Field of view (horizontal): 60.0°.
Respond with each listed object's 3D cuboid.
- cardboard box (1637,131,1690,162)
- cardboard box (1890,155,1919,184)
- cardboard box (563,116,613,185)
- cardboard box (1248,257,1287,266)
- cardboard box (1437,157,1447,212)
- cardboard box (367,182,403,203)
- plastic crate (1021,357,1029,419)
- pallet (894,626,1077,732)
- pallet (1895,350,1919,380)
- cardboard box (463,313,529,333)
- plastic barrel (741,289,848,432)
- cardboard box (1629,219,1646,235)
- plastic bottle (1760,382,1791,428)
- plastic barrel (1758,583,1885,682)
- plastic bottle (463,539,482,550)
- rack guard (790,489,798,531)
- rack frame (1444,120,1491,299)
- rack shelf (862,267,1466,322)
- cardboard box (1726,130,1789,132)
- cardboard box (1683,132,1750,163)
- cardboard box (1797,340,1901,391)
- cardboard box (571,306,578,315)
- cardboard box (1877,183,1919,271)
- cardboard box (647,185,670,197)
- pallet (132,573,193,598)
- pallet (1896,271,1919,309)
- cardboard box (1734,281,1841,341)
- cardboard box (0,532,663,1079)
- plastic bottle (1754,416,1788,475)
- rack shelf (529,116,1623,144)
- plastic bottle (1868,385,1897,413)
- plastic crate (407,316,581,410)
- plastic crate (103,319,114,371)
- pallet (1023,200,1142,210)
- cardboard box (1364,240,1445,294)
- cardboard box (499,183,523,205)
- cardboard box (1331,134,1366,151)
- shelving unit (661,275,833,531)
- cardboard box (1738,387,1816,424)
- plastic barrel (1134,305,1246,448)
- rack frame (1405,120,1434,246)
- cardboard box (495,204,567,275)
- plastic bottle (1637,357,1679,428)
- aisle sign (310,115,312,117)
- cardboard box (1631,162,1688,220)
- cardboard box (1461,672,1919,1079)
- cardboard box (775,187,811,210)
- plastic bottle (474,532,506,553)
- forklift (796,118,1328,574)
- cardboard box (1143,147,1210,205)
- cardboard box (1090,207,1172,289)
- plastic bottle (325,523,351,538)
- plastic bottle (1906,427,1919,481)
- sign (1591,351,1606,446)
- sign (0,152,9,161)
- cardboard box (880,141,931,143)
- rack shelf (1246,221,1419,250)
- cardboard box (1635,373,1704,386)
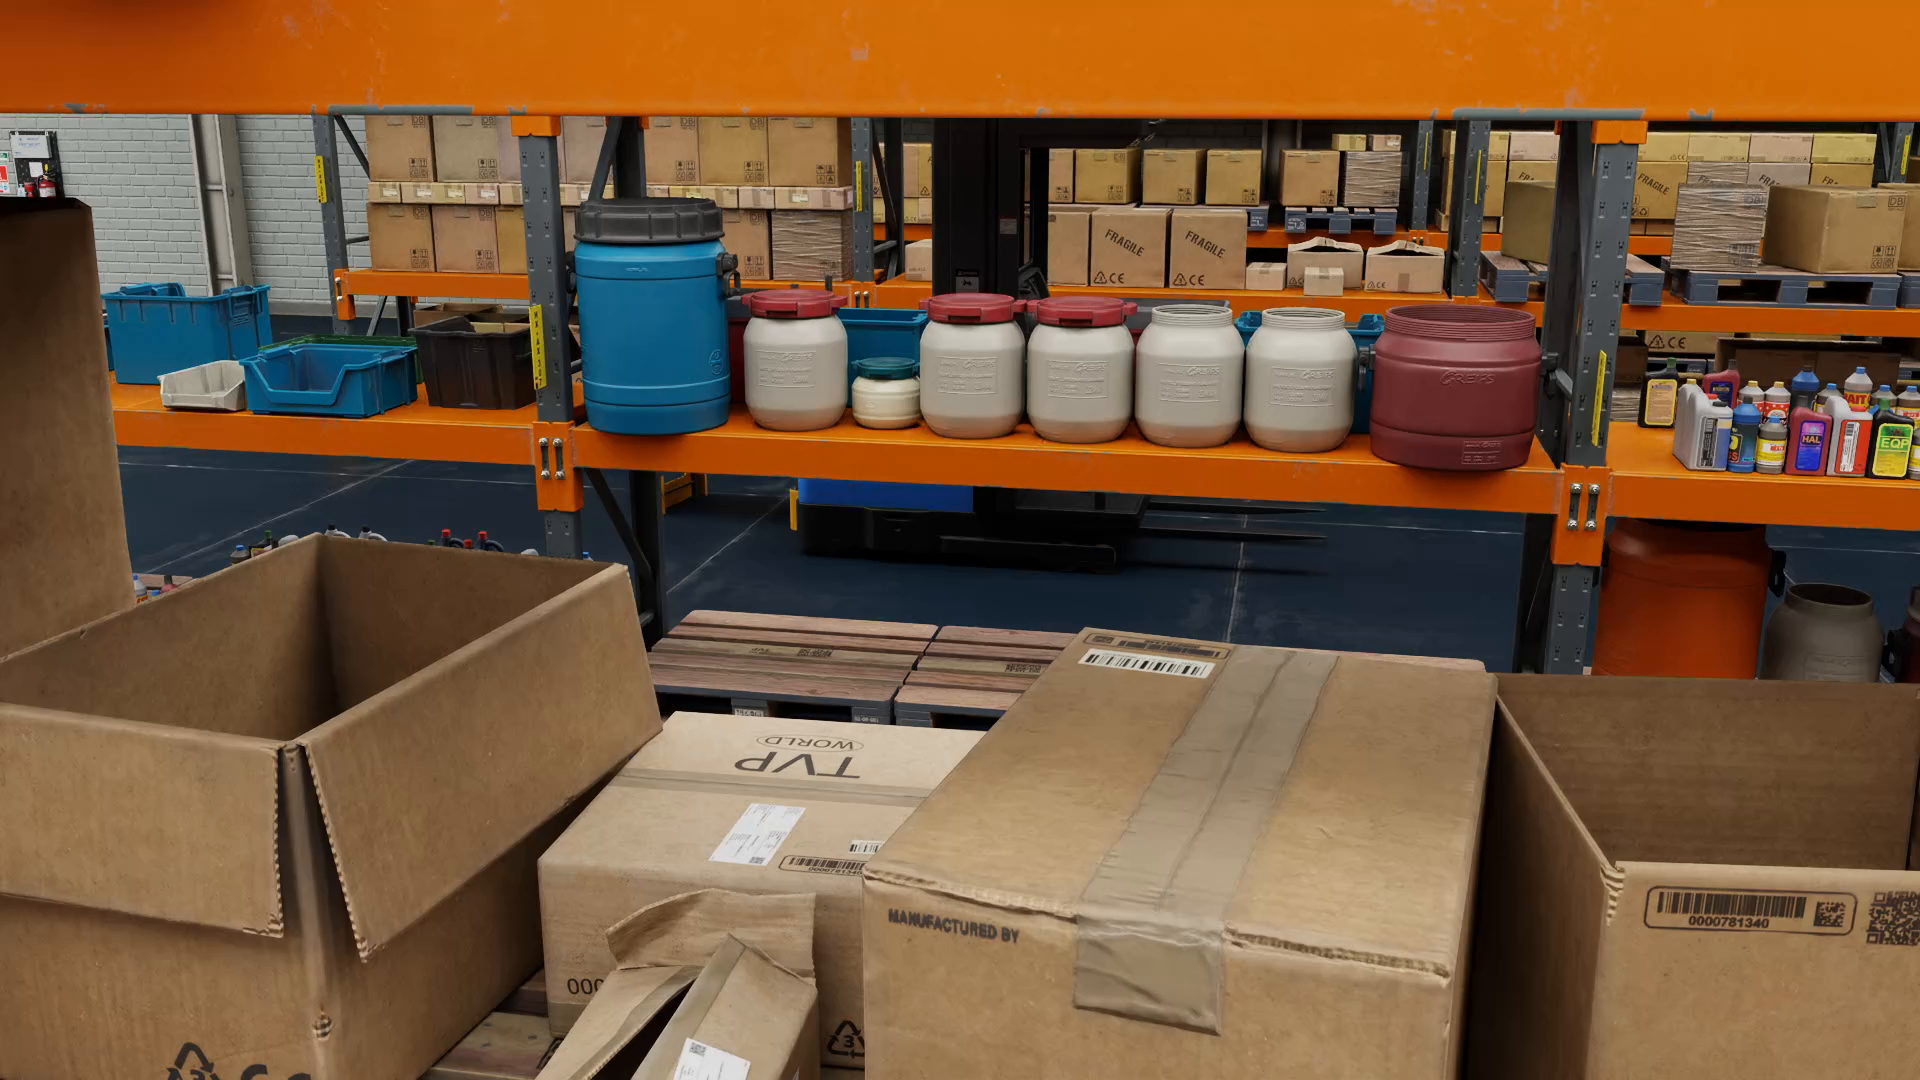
[{"bbox_3d":[6.244,-3.549,14.997,0.500,0.250,0.500,3,16,10],"label":"cardboard box"},{"bbox_3d":[8.780,-3.056,14.843,0.700,0.700,0.980,3,16,12],"label":"cardboard box"},{"bbox_3d":[-2.483,-2.849,12.042,0.500,0.500,0.700,3,16,11],"label":"cardboard box"},{"bbox_3d":[3.070,-2.597,16.203,0.500,0.250,0.500,3,16,12],"label":"cardboard box"},{"bbox_3d":[4.847,-3.402,15.873,0.500,0.500,0.500,3,16,11],"label":"cardboard box"},{"bbox_3d":[-4.150,-2.570,12.250,0.250,0.149,0.380,3,16,11],"label":"cardboard box"},{"bbox_3d":[0.201,-0.657,7.143,0.662,0.188,0.450,3,16,11],"label":"plastic crate"},{"bbox_3d":[0.414,0.661,7.209,1.213,0.211,1.003,3,16,11],"label":"pallet"},{"bbox_3d":[8.981,-1.540,15.155,1.213,0.211,1.003,3,16,11],"label":"pallet"},{"bbox_3d":[-3.520,-1.413,12.432,0.500,0.500,0.500,3,16,11],"label":"cardboard box"},{"bbox_3d":[-0.668,-0.736,6.774,0.433,0.535,0.433,0,15,0],"label":"plastic barrel"},{"bbox_3d":[6.114,-2.889,15.235,0.250,0.149,0.380,3,16,11],"label":"cardboard box"},{"bbox_3d":[3.270,-0.532,6.664,0.097,0.201,0.097,0,15,0],"label":"plastic bottle"},{"bbox_3d":[3.412,0.459,6.589,0.421,0.512,0.421,0,15,0],"label":"plastic barrel"},{"bbox_3d":[-2.299,0.172,7.889,0.185,0.351,0.144,3,16,11],"label":"plastic bottle"},{"bbox_3d":[-0.898,-0.252,10.433,0.087,0.250,0.587,6,17,21],"label":"rack guard"},{"bbox_3d":[3.348,-1.861,11.092,0.127,3.000,1.000,3,16,11],"label":"rack frame"},{"bbox_3d":[1.388,-1.621,11.572,4.000,0.370,1.077,3,16,11],"label":"rack shelf"},{"bbox_3d":[7.339,-3.626,15.275,0.500,0.250,0.500,3,16,12],"label":"cardboard box"},{"bbox_3d":[6.744,-3.522,14.900,0.500,0.250,0.500,3,16,12],"label":"cardboard box"},{"bbox_3d":[5.863,-1.160,11.014,0.500,0.250,0.500,3,16,11],"label":"cardboard box"},{"bbox_3d":[-2.924,-1.525,12.839,0.500,0.500,0.500,3,16,11],"label":"cardboard box"},{"bbox_3d":[6.162,-2.003,10.629,0.500,0.500,0.700,6,16,20],"label":"cardboard box"},{"bbox_3d":[-2.125,-2.461,11.855,0.250,0.149,0.380,4,16,13],"label":"cardboard box"},{"bbox_3d":[-4.603,0.389,8.192,1.213,0.211,1.003,3,16,11],"label":"pallet"},{"bbox_3d":[6.507,-1.627,10.606,1.213,0.211,1.003,3,16,11],"label":"pallet"},{"bbox_3d":[7.589,-2.111,15.236,0.750,0.750,0.750,3,16,12],"label":"cardboard box"},{"bbox_3d":[-0.832,0.333,2.190,0.637,0.503,0.797,5,16,17],"label":"cardboard box"},{"bbox_3d":[2.921,-0.344,5.986,0.097,0.201,0.097,0,15,0],"label":"plastic bottle"},{"bbox_3d":[0.398,-1.771,6.494,4.000,0.370,1.077,3,16,11],"label":"rack shelf"},{"bbox_3d":[3.652,-0.511,6.589,0.097,0.201,0.097,0,15,0],"label":"plastic bottle"},{"bbox_3d":[-2.050,-0.810,7.412,0.504,0.338,0.767,3,16,11],"label":"plastic crate"},{"bbox_3d":[-4.297,-0.935,8.027,0.408,0.251,0.499,3,16,11],"label":"plastic crate"},{"bbox_3d":[1.132,-3.199,16.280,1.213,0.211,1.003,3,16,11],"label":"pallet"},{"bbox_3d":[3.001,-1.849,11.215,0.500,0.311,0.500,4,16,15],"label":"cardboard box"},{"bbox_3d":[-3.138,-2.516,12.053,0.250,0.149,0.380,3,16,9],"label":"cardboard box"},{"bbox_3d":[3.670,-3.754,15.698,0.250,0.149,0.380,0,15,2],"label":"cardboard box"},{"bbox_3d":[-1.360,-0.904,10.446,1.083,1.500,0.587,6,17,21],"label":"shelving unit"},{"bbox_3d":[5.255,-0.689,10.718,0.500,0.500,0.500,3,16,9],"label":"cardboard box"},{"bbox_3d":[0.894,-0.641,6.477,0.421,0.512,0.421,0,15,0],"label":"plastic barrel"},{"bbox_3d":[4.332,-3.157,15.771,0.127,3.000,1.000,3,16,11],"label":"rack frame"},{"bbox_3d":[-3.035,-2.252,12.316,0.500,0.500,0.700,3,16,11],"label":"cardboard box"},{"bbox_3d":[2.839,-0.599,6.756,0.133,0.283,0.061,3,16,11],"label":"plastic bottle"},{"bbox_3d":[-4.617,-3.463,12.005,0.004,0.787,0.394,3,16,11],"label":"aisle sign"},{"bbox_3d":[6.266,-3.183,15.082,0.500,0.500,0.500,4,16,13],"label":"cardboard box"},{"bbox_3d":[0.833,0.461,1.734,0.500,0.500,0.500,1,16,4],"label":"cardboard box"},{"bbox_3d":[-1.122,-2.407,11.659,0.250,0.149,0.380,3,16,10],"label":"cardboard box"},{"bbox_3d":[-2.270,0.135,8.025,0.185,0.351,0.144,4,16,13],"label":"plastic bottle"},{"bbox_3d":[0.617,-1.379,9.480,3.031,2.935,1.130,3,16,11],"label":"forklift"},{"bbox_3d":[2.102,-3.536,16.126,0.500,0.500,0.700,5,16,19],"label":"cardboard box"},{"bbox_3d":[1.185,-2.022,11.486,0.500,0.500,0.500,3,16,11],"label":"cardboard box"},{"bbox_3d":[-3.054,0.092,8.178,0.185,0.351,0.144,4,16,13],"label":"plastic bottle"},{"bbox_3d":[3.410,-0.317,5.890,0.097,0.201,0.097,0,15,0],"label":"plastic bottle"},{"bbox_3d":[2.255,-0.500,5.872,0.005,0.325,0.100,3,16,11],"label":"sign"},{"bbox_3d":[-11.462,-4.559,19.771,0.331,0.109,0.001,3,16,11],"label":"sign"},{"bbox_3d":[-0.513,-3.777,16.847,0.500,0.500,0.500,3,16,11],"label":"cardboard box"},{"bbox_3d":[2.372,-2.917,16.251,4.000,0.370,1.077,3,16,11],"label":"rack shelf"},{"bbox_3d":[4.819,-0.853,11.309,0.500,0.500,0.500,3,16,9],"label":"cardboard box"}]
